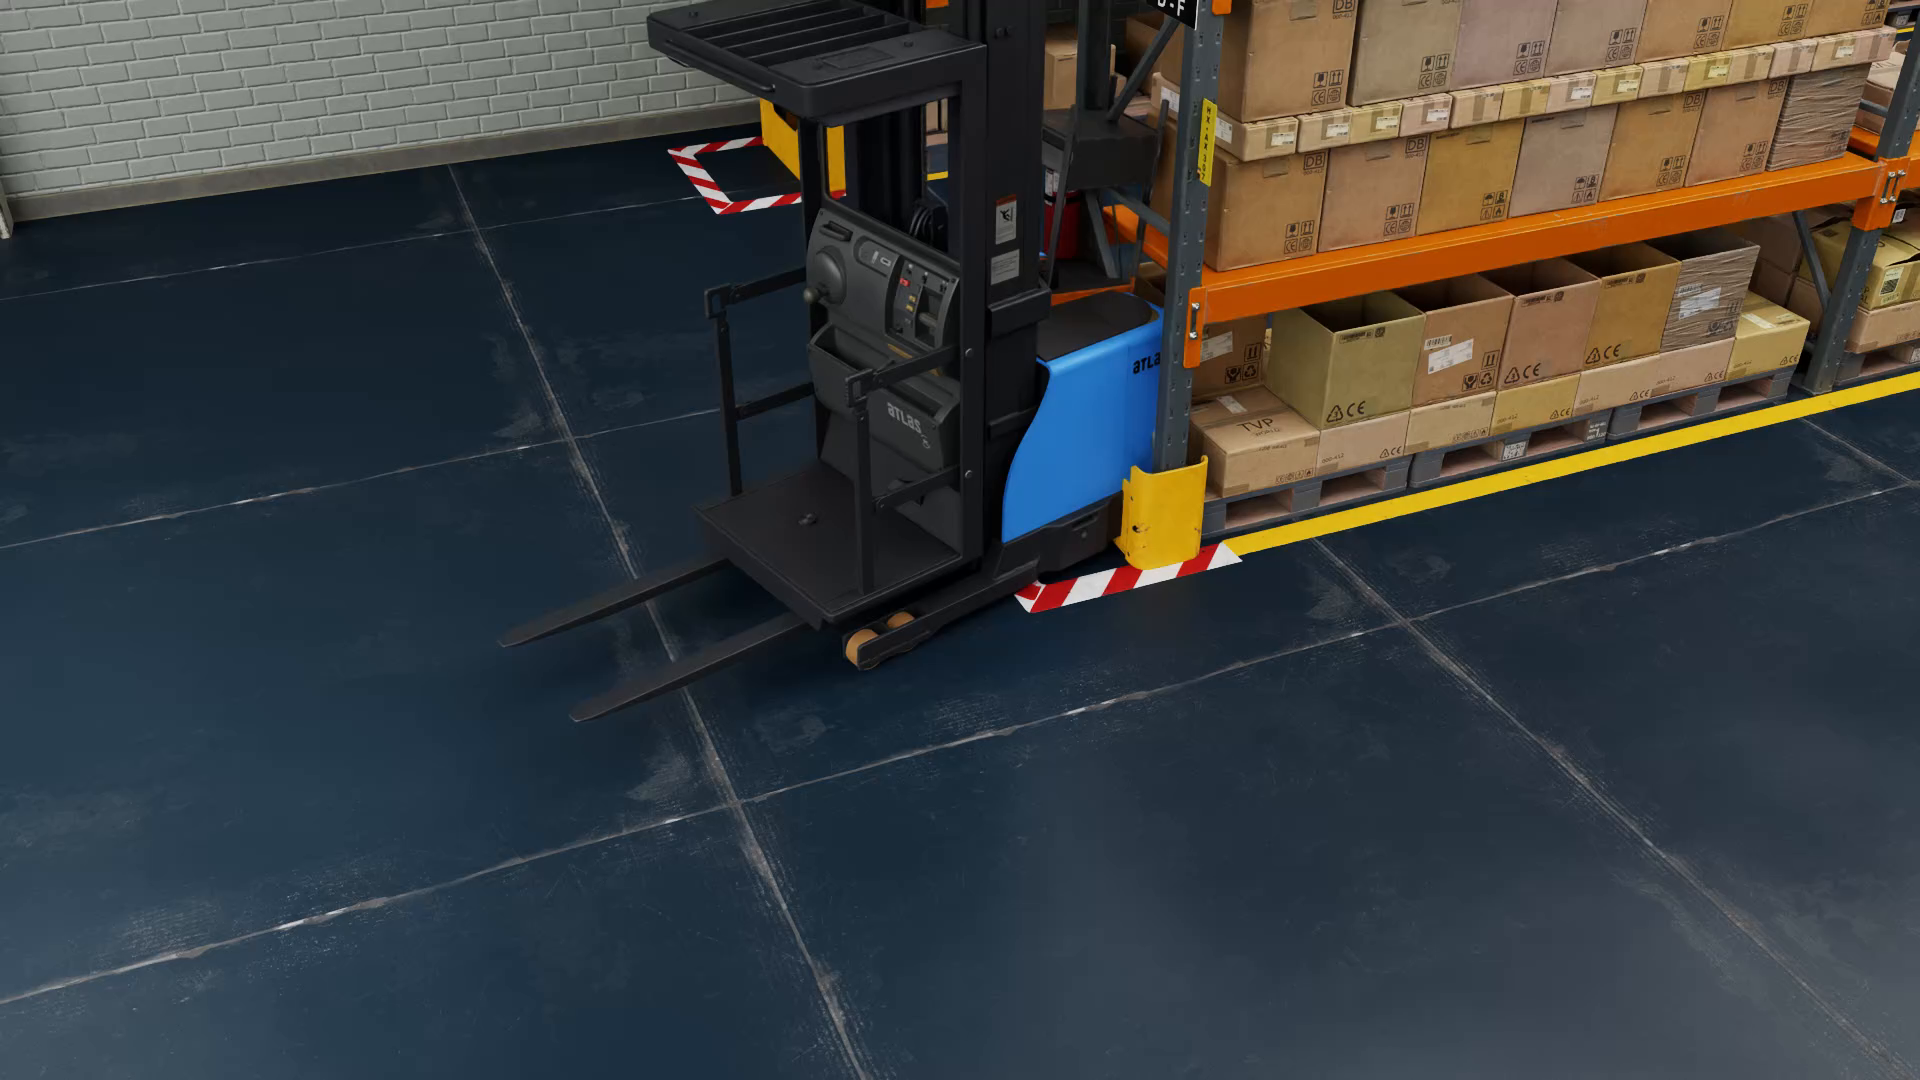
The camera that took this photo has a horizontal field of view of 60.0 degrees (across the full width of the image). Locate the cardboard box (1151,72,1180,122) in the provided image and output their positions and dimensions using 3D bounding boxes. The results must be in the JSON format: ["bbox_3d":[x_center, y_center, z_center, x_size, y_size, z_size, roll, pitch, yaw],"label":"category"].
[{"bbox_3d":[1.039,-1.935,7.288,0.250,0.149,0.380,-13,35,-20],"label":"cardboard box"}]

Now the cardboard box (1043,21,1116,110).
[{"bbox_3d":[0.734,-3.423,12.149,0.500,0.500,0.700,-15,36,-22],"label":"cardboard box"}]

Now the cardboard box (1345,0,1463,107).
[{"bbox_3d":[1.728,-2.248,7.173,0.500,0.500,0.700,-14,36,-20],"label":"cardboard box"}]

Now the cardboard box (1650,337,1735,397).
[{"bbox_3d":[3.641,-1.005,8.680,0.500,0.250,0.500,-13,35,-19],"label":"cardboard box"}]

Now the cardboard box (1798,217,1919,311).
[{"bbox_3d":[4.926,-1.510,8.943,0.500,0.311,0.500,-13,35,-19],"label":"cardboard box"}]

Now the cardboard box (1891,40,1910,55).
[{"bbox_3d":[5.188,-2.511,8.982,0.258,0.266,0.396,-14,35,-20],"label":"cardboard box"}]

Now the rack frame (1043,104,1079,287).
[{"bbox_3d":[0.247,-0.977,7.501,0.015,2.100,0.400,-12,35,-31],"label":"rack frame"}]

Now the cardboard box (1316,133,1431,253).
[{"bbox_3d":[1.678,-1.692,7.509,0.500,0.500,0.700,-12,35,-18],"label":"cardboard box"}]

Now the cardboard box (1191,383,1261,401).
[{"bbox_3d":[1.141,-0.730,8.258,0.500,0.250,0.500,-13,35,-19],"label":"cardboard box"}]

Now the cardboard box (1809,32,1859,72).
[{"bbox_3d":[4.052,-2.387,7.982,0.250,0.149,0.380,-14,35,-20],"label":"cardboard box"}]

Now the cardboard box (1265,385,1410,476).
[{"bbox_3d":[1.801,-0.577,8.023,0.500,0.250,0.500,-13,35,-19],"label":"cardboard box"}]

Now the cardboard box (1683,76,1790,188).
[{"bbox_3d":[3.558,-2.120,8.166,0.500,0.500,0.700,-13,35,-19],"label":"cardboard box"}]

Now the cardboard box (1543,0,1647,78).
[{"bbox_3d":[2.654,-2.461,7.500,0.500,0.500,0.700,-13,35,-19],"label":"cardboard box"}]

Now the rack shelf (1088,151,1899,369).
[{"bbox_3d":[2.605,-1.566,8.066,4.000,0.370,1.077,-13,35,-19],"label":"rack shelf"}]

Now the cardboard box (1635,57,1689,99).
[{"bbox_3d":[3.110,-2.171,7.650,0.250,0.149,0.380,-12,35,-18],"label":"cardboard box"}]

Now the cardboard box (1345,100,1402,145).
[{"bbox_3d":[1.679,-1.843,7.145,0.250,0.149,0.380,-13,35,-19],"label":"cardboard box"}]

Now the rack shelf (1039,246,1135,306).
[{"bbox_3d":[0.448,-1.009,7.635,0.480,0.518,0.431,-12,35,-31],"label":"rack shelf"}]

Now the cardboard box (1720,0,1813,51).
[{"bbox_3d":[3.577,-2.671,7.824,0.500,0.500,0.700,-13,35,-19],"label":"cardboard box"}]

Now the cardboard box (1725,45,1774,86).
[{"bbox_3d":[3.570,-2.275,7.809,0.250,0.149,0.380,-13,35,-19],"label":"cardboard box"}]

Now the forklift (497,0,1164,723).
[{"bbox_3d":[-0.485,-1.014,6.622,3.031,2.935,1.130,-24,40,-32],"label":"forklift"}]

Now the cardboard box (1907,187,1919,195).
[{"bbox_3d":[5.649,-1.995,9.688,0.500,0.311,0.500,-13,35,-19],"label":"cardboard box"}]

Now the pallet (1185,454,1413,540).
[{"bbox_3d":[1.450,-0.459,8.262,1.213,0.211,1.003,-13,35,-19],"label":"pallet"}]

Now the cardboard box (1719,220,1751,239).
[{"bbox_3d":[3.900,-1.687,9.041,0.500,0.500,0.500,-13,35,-19],"label":"cardboard box"}]

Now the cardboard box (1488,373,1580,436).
[{"bbox_3d":[2.725,-0.786,8.343,0.500,0.250,0.500,-13,35,-19],"label":"cardboard box"}]

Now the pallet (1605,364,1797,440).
[{"bbox_3d":[3.699,-0.974,9.053,1.213,0.211,1.003,-13,35,-19],"label":"pallet"}]

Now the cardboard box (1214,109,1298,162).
[{"bbox_3d":[1.206,-1.733,6.977,0.250,0.149,0.380,-13,35,-19],"label":"cardboard box"}]

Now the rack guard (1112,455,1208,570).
[{"bbox_3d":[0.738,-0.392,7.894,0.348,0.500,1.175,-13,35,-19],"label":"rack guard"}]

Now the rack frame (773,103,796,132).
[{"bbox_3d":[-1.161,-3.935,11.048,0.127,3.000,1.000,-13,35,-19],"label":"rack frame"}]

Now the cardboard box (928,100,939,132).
[{"bbox_3d":[-0.488,-3.093,11.816,0.500,0.311,0.500,-17,37,-24],"label":"cardboard box"}]

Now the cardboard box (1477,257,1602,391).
[{"bbox_3d":[2.725,-1.100,8.138,0.500,0.500,0.500,-13,35,-19],"label":"cardboard box"}]

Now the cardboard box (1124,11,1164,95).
[{"bbox_3d":[1.586,-3.677,12.540,0.500,0.500,0.500,-16,36,-22],"label":"cardboard box"}]

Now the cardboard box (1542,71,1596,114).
[{"bbox_3d":[2.623,-2.058,7.475,0.250,0.149,0.380,-13,35,-18],"label":"cardboard box"}]

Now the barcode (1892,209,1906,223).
[{"bbox_3d":[4.845,-1.673,8.579,0.075,0.075,0.001,-13,35,-19],"label":"barcode"}]

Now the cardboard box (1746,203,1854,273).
[{"bbox_3d":[4.711,-1.778,9.354,0.500,0.311,0.500,-13,35,-19],"label":"cardboard box"}]

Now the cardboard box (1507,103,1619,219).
[{"bbox_3d":[2.622,-1.907,7.839,0.500,0.500,0.700,-12,35,-18],"label":"cardboard box"}]

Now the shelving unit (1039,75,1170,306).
[{"bbox_3d":[0.450,-1.021,7.629,0.503,2.100,0.431,-12,35,-31],"label":"shelving unit"}]

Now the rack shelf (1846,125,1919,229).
[{"bbox_3d":[6.293,-2.410,9.364,4.000,0.370,1.077,-13,35,-19],"label":"rack shelf"}]

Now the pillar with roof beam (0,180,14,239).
[{"bbox_3d":[-4.716,-3.601,5.033,0.400,9.000,9.100,-13,35,-19],"label":"pillar with roof beam"}]

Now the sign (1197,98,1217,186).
[{"bbox_3d":[0.970,-1.561,6.532,0.005,0.325,0.100,-13,35,-19],"label":"sign"}]

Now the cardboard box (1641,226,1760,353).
[{"bbox_3d":[3.640,-1.320,8.477,0.500,0.500,0.500,-13,35,-19],"label":"cardboard box"}]

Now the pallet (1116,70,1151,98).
[{"bbox_3d":[1.922,-3.451,12.861,1.213,0.211,1.003,-13,35,-19],"label":"pallet"}]

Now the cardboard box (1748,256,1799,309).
[{"bbox_3d":[4.719,-1.546,9.512,0.500,0.250,0.500,-13,35,-19],"label":"cardboard box"}]

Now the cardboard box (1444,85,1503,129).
[{"bbox_3d":[2.157,-1.952,7.314,0.250,0.149,0.380,-14,36,-21],"label":"cardboard box"}]

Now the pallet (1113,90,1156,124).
[{"bbox_3d":[0.795,-3.192,12.462,1.213,0.211,1.003,-13,35,-19],"label":"pallet"}]

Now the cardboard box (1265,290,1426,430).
[{"bbox_3d":[1.801,-0.891,7.817,0.500,0.500,0.500,-13,35,-19],"label":"cardboard box"}]
